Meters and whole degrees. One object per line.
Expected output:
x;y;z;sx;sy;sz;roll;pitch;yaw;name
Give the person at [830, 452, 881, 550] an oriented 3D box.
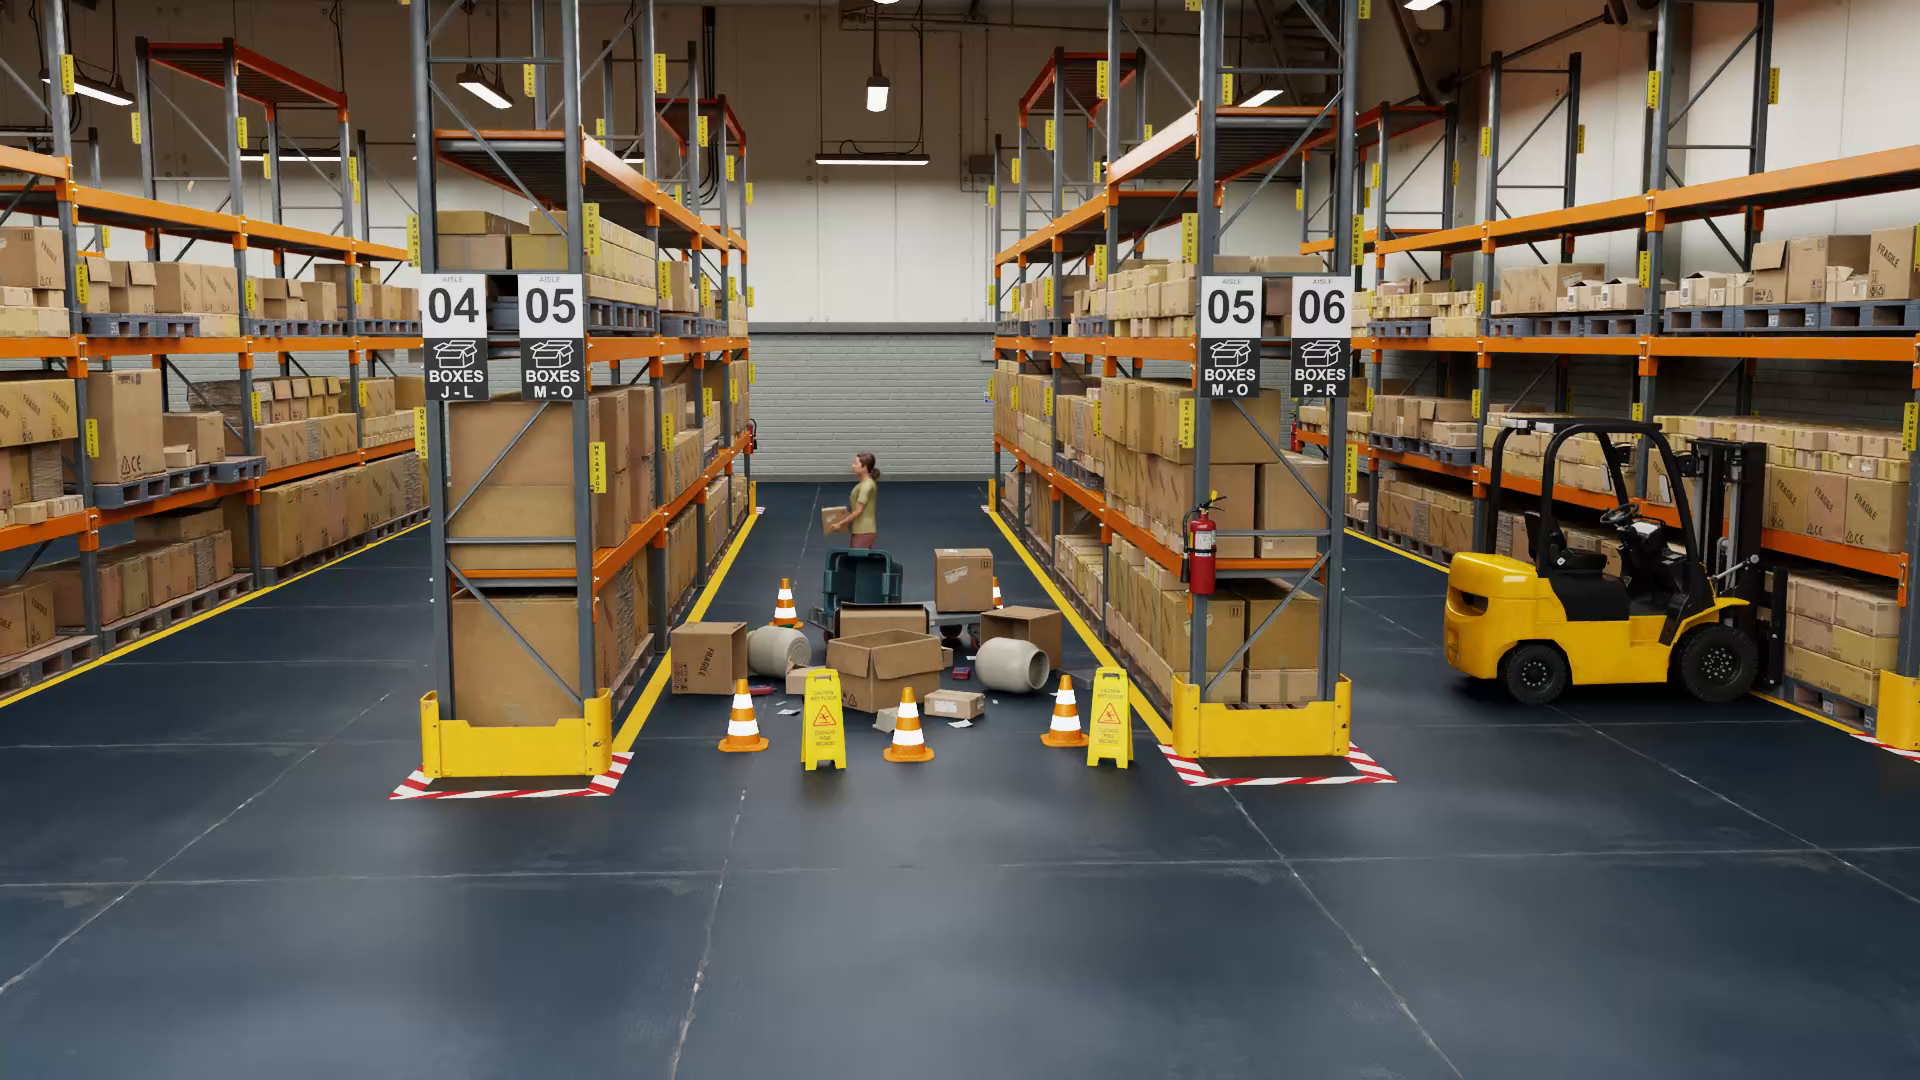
-1.048;-0.049;16.656;0.523;1.672;0.452;0;7;-4;person
